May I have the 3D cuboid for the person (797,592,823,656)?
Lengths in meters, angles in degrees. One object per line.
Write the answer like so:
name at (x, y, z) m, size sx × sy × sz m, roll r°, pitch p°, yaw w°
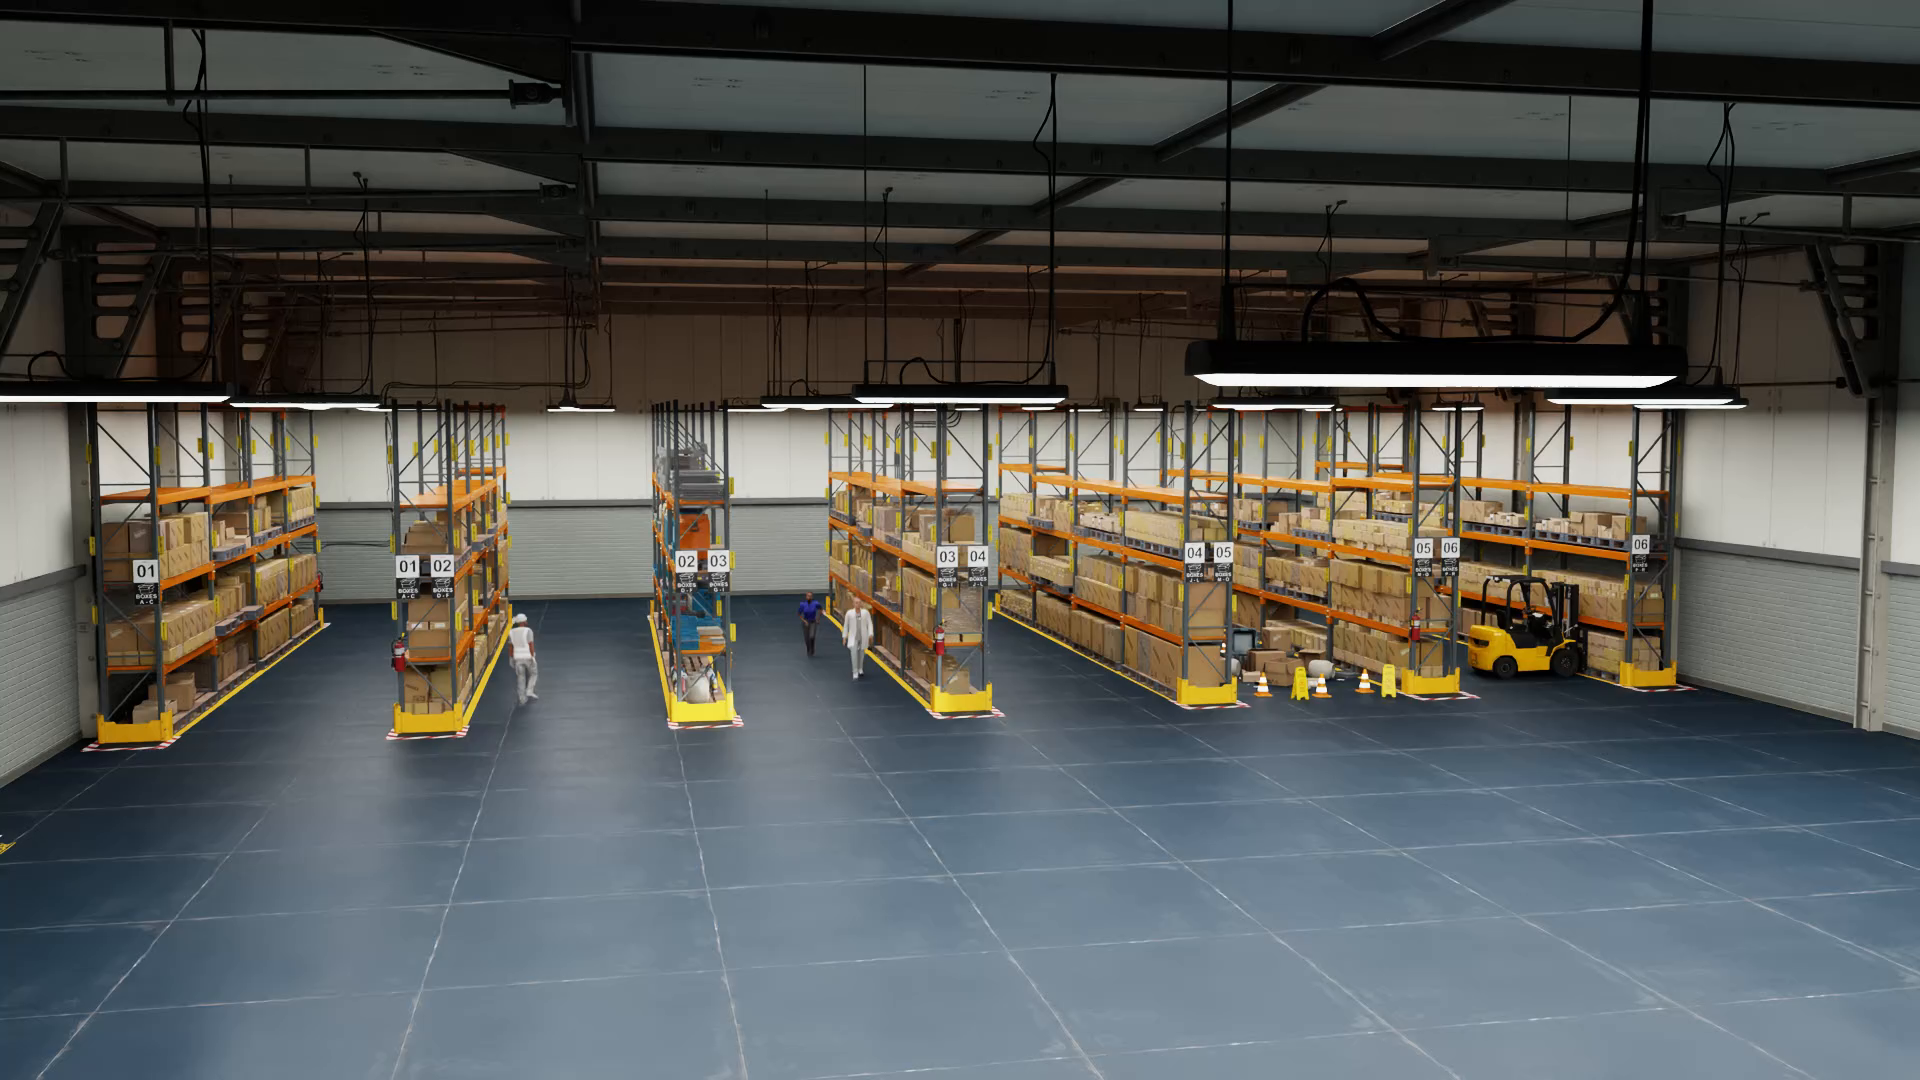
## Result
person at (-3.540, 1.982, 39.284) m, size 0.574 × 1.570 × 0.732 m, roll 0°, pitch 4°, yaw 1°

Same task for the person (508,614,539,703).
person at (-8.648, 2.342, 32.908) m, size 0.599 × 1.758 × 0.519 m, roll 0°, pitch 4°, yaw -4°

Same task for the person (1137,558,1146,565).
person at (5.111, 1.340, 46.324) m, size 0.472 × 1.791 × 0.603 m, roll 3°, pitch 5°, yaw 36°

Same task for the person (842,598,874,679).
person at (-2.212, 2.114, 36.134) m, size 0.670 × 1.709 × 1.129 m, roll -1°, pitch 4°, yaw -9°
